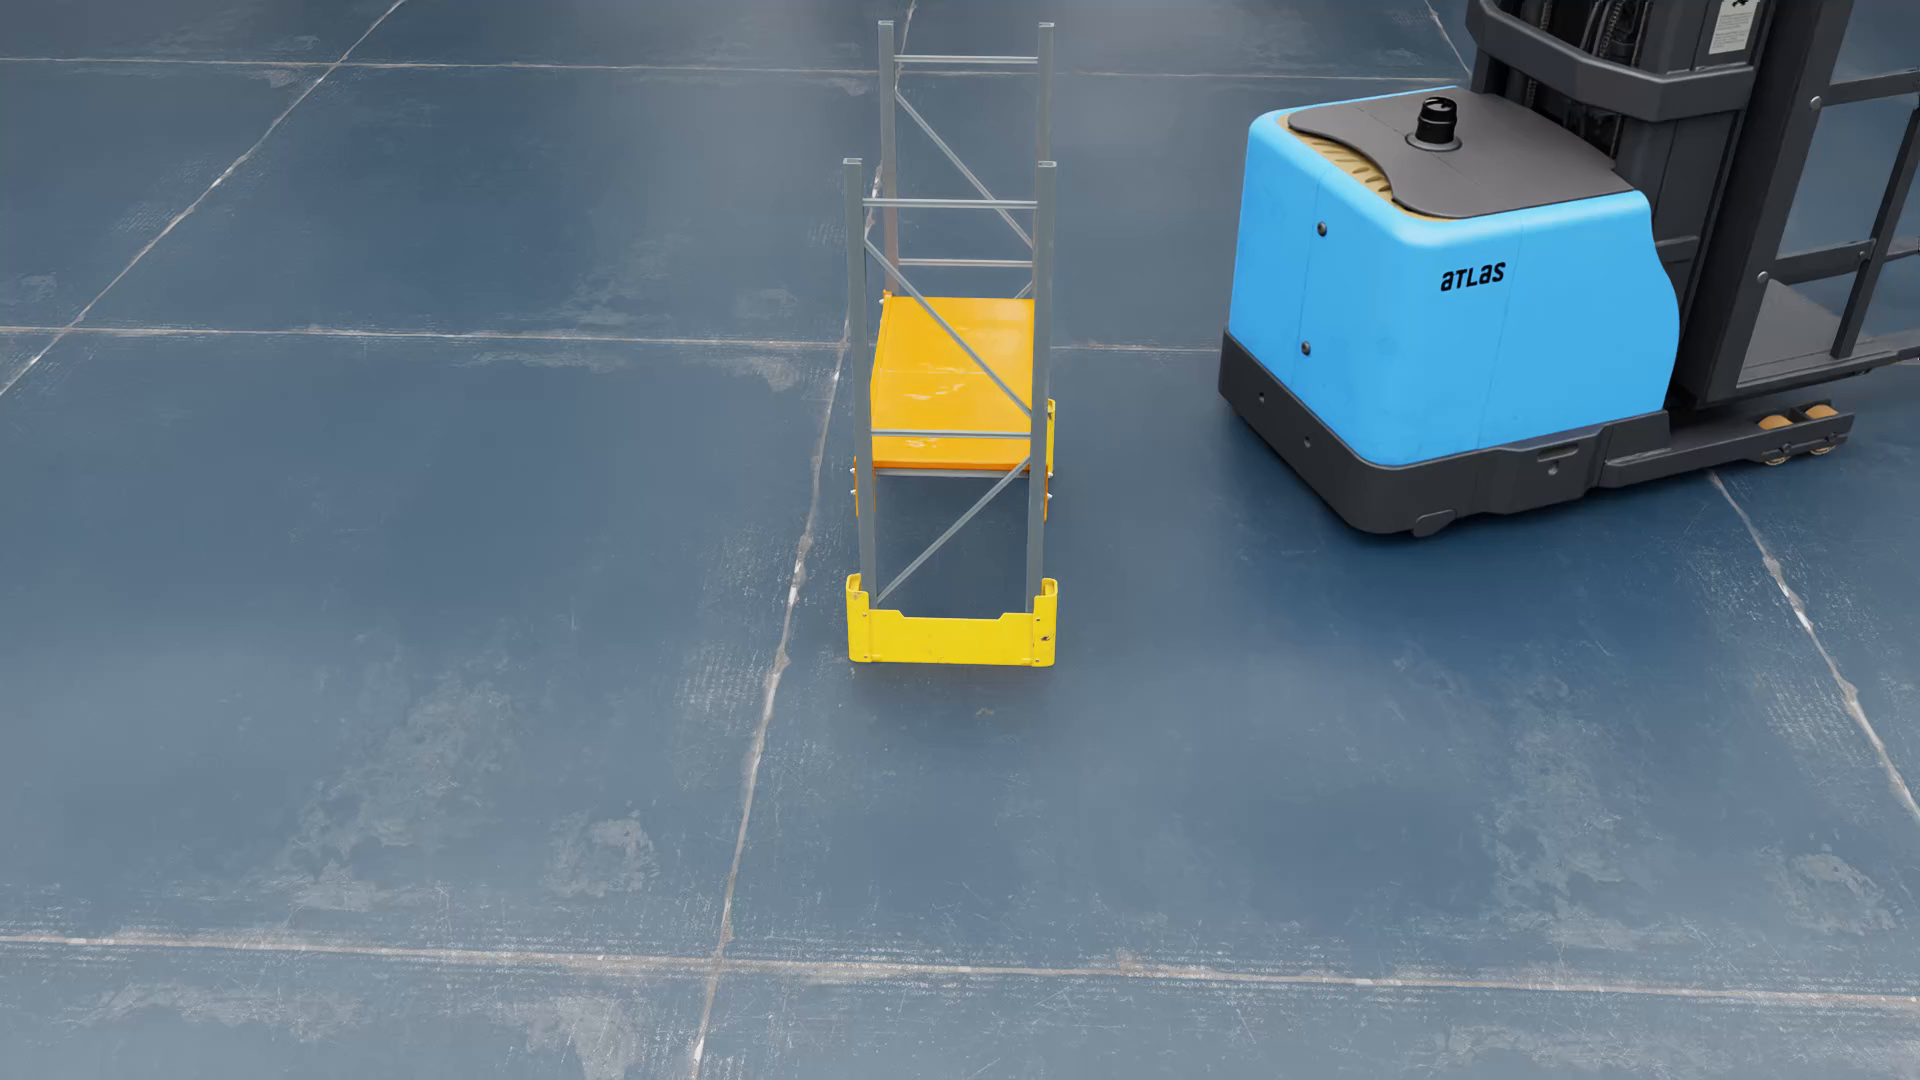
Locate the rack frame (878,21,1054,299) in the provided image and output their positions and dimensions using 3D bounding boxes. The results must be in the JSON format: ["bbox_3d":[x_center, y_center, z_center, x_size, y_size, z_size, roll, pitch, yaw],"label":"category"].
[{"bbox_3d":[0.017,-0.857,5.165,0.500,1.500,0.032,1,35,2],"label":"rack frame"}]

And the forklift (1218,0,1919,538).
[{"bbox_3d":[2.485,-1.724,5.154,3.031,2.935,1.130,-12,37,-16],"label":"forklift"}]

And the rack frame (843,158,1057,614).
[{"bbox_3d":[-0.024,-0.273,4.333,0.500,1.500,0.032,1,35,2],"label":"rack frame"}]

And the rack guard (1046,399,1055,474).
[{"bbox_3d":[0.017,-0.345,5.523,0.587,0.250,0.087,1,35,2],"label":"rack guard"}]

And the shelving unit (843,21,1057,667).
[{"bbox_3d":[-0.003,-0.570,4.756,0.587,1.500,1.083,1,35,2],"label":"shelving unit"}]

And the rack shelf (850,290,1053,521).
[{"bbox_3d":[-0.003,-0.417,4.852,0.538,0.185,1.000,1,35,2],"label":"rack shelf"}]

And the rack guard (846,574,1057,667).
[{"bbox_3d":[-0.023,0.228,4.709,0.587,0.250,0.087,1,35,2],"label":"rack guard"}]
